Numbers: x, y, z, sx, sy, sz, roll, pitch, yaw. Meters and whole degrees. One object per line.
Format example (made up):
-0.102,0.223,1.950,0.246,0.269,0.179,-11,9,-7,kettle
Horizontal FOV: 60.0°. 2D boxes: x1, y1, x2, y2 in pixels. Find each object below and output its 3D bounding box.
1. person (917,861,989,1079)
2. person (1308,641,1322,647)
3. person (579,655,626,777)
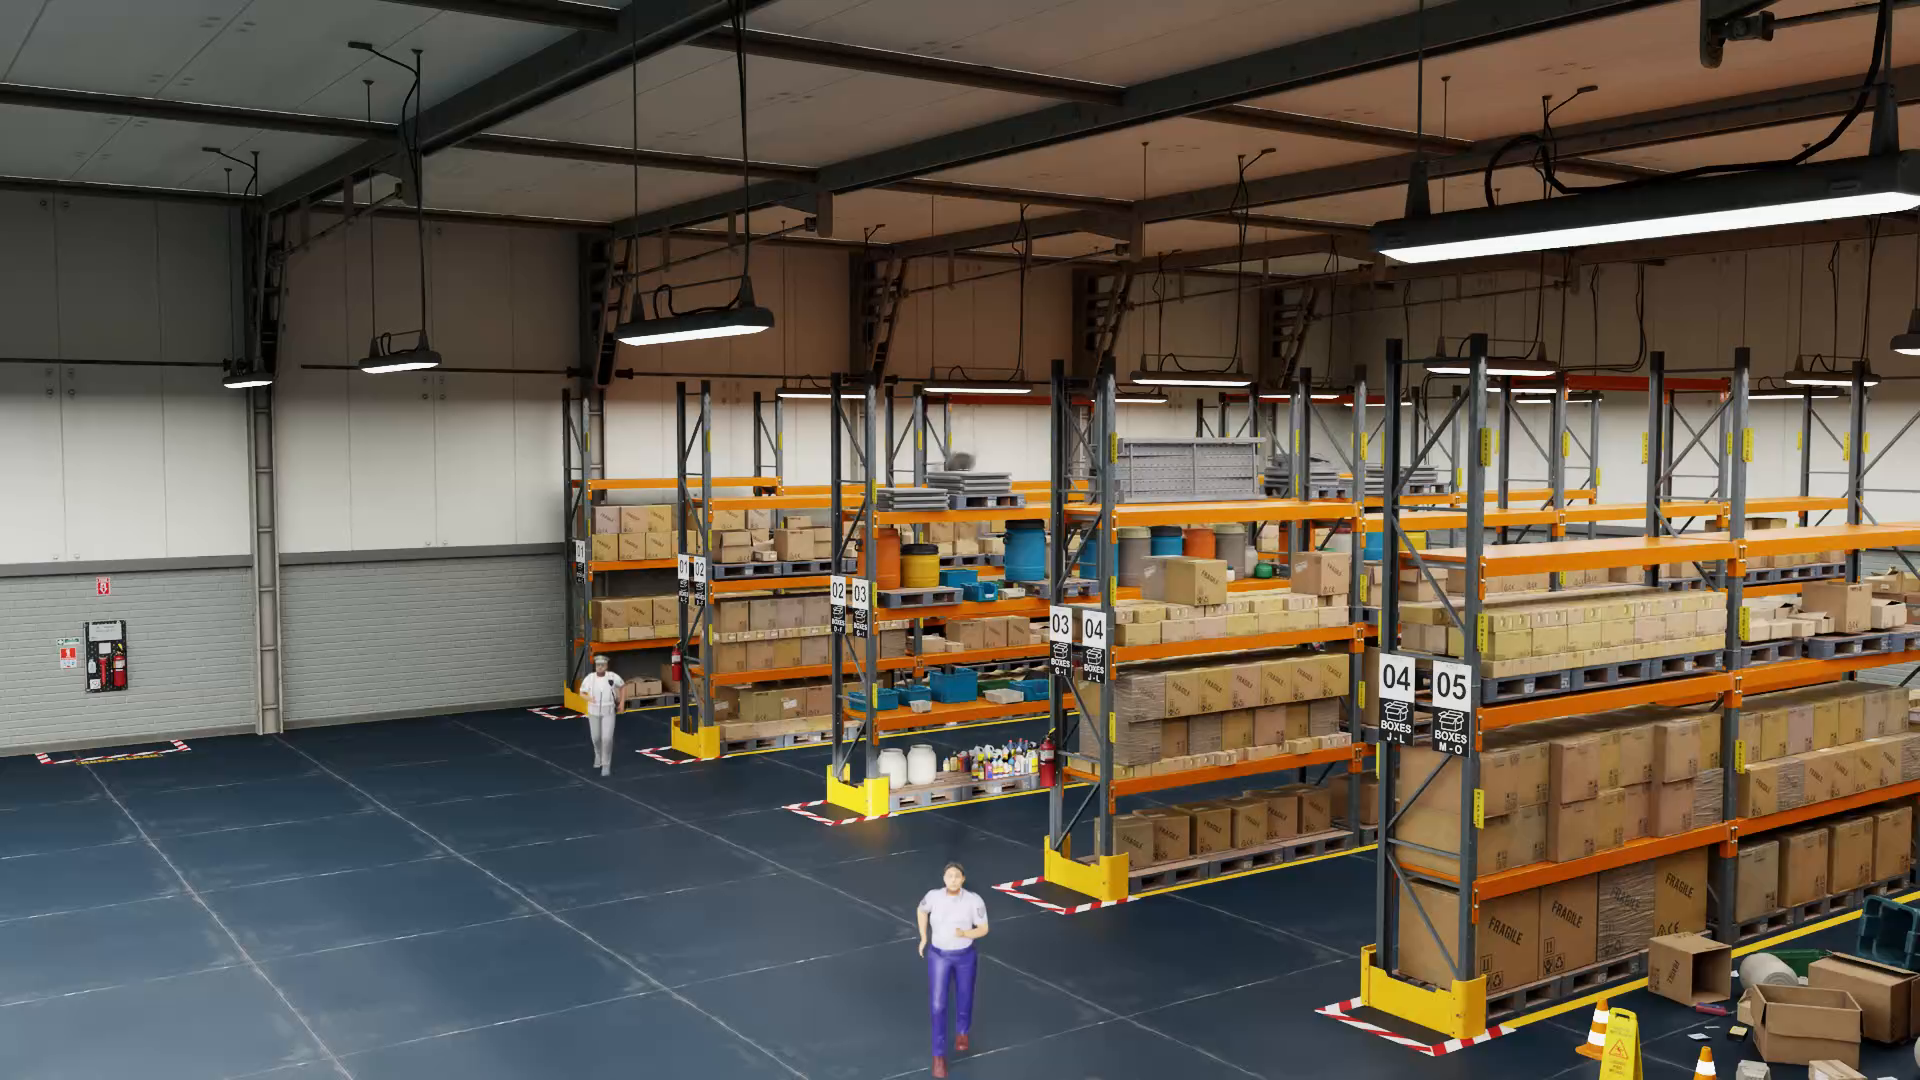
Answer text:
-0.059,3.472,13.601,0.579,1.711,0.748,0,4,-1,person
6.730,2.220,32.077,0.829,1.779,0.662,-3,5,-39,person
-5.455,2.653,25.367,0.681,1.829,0.846,0,4,-5,person
